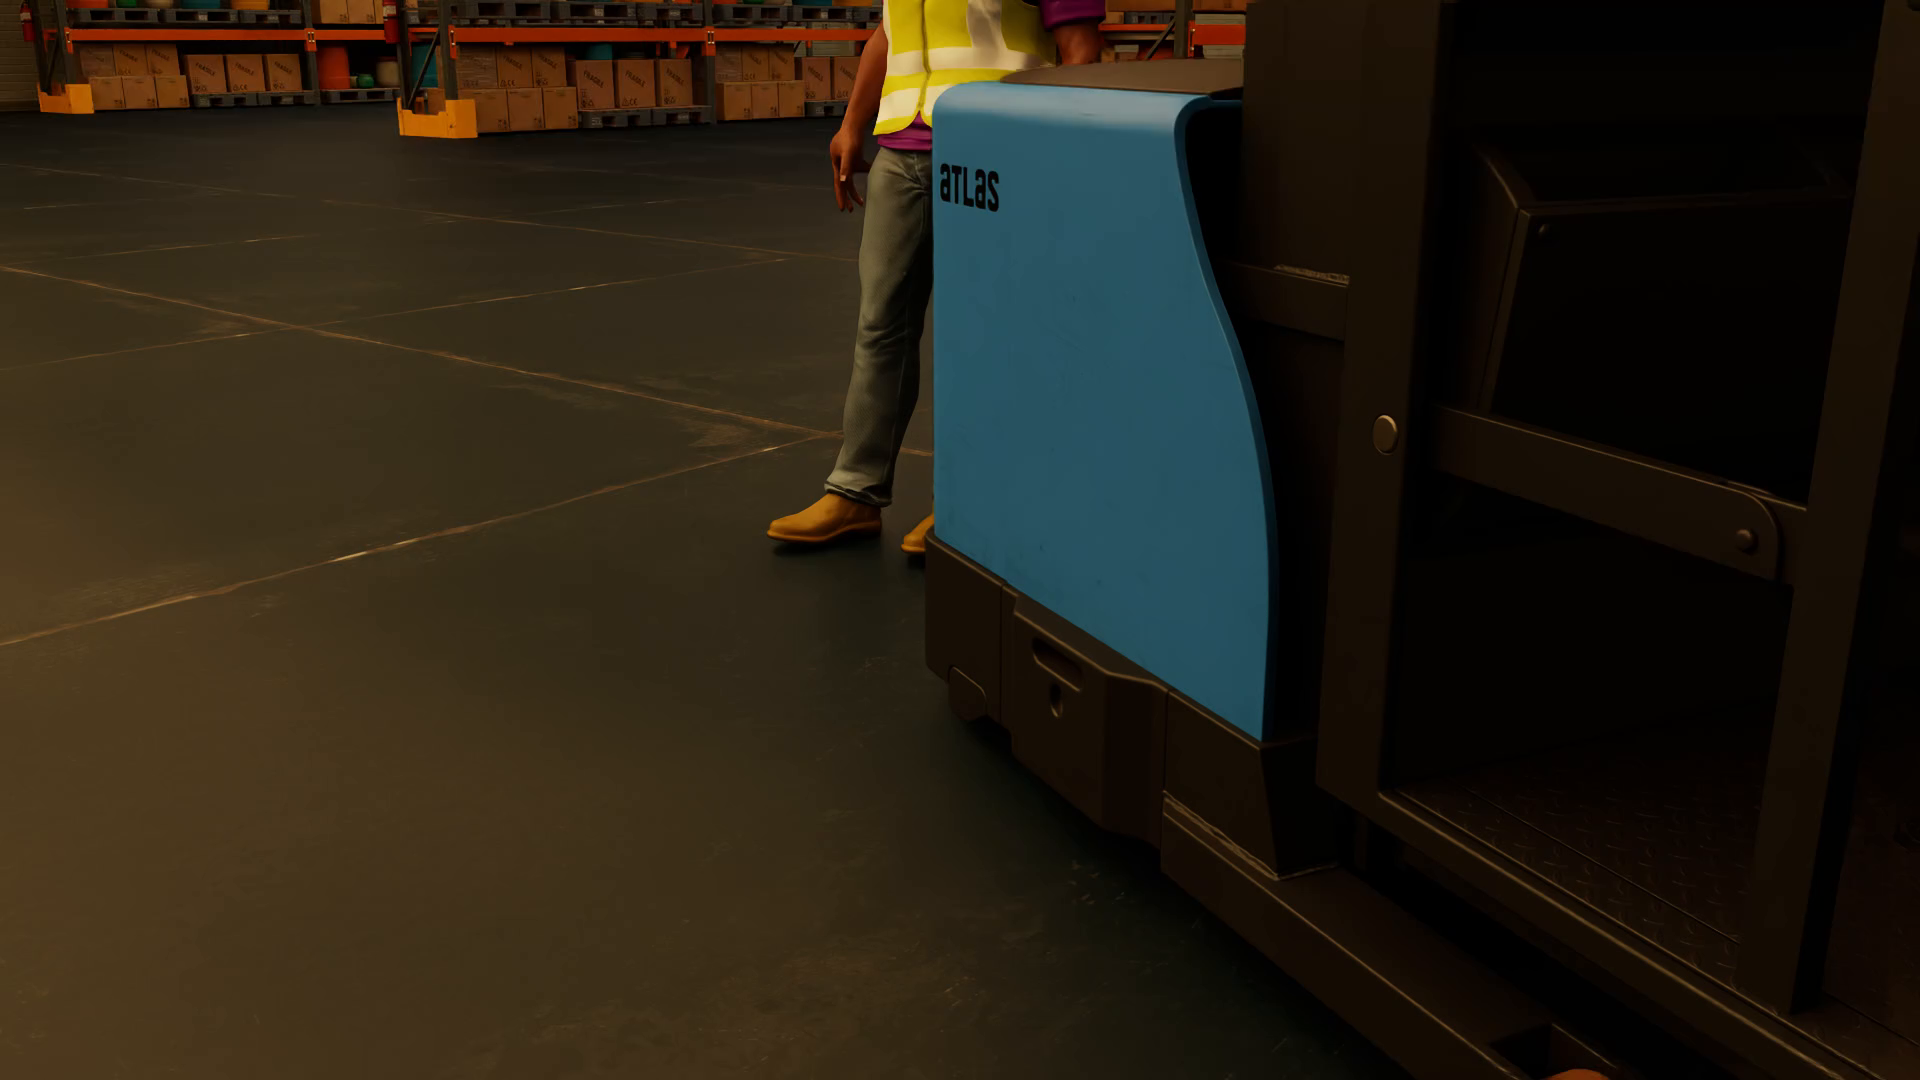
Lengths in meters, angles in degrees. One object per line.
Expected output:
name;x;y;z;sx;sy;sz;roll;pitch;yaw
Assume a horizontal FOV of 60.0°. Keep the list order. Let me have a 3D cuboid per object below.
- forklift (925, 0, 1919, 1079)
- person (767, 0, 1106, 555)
forklift;1.027;-0.799;1.530;1.130;2.935;3.031;-8;19;-24
person;-0.049;-0.838;3.636;0.665;1.766;0.576;13;21;37
